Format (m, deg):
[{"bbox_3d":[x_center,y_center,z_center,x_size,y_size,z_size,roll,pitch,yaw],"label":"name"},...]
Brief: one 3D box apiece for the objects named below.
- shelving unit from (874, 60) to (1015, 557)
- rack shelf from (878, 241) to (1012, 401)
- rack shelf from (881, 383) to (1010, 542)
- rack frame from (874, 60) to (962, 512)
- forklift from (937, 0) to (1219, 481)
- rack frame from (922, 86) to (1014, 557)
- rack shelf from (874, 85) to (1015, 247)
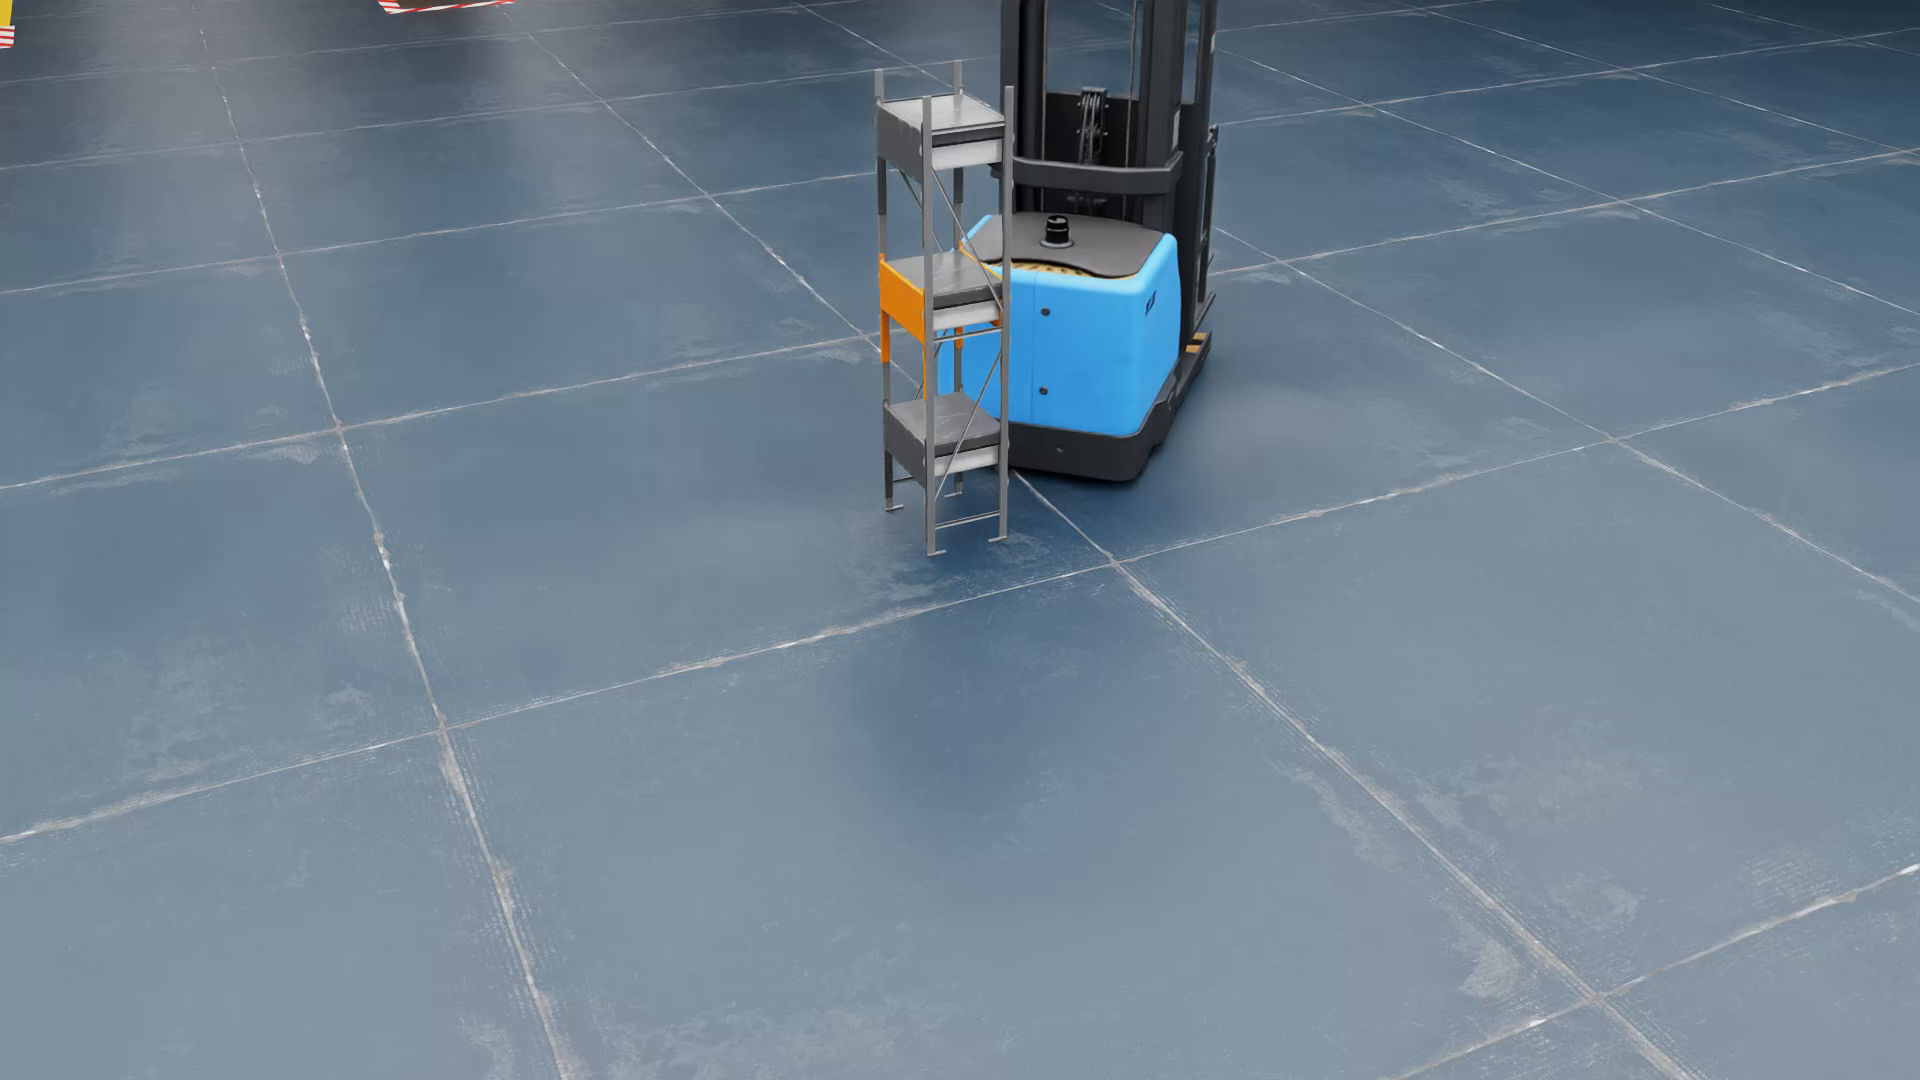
[{"bbox_3d":[-0.071,-0.989,7.367,0.431,2.100,0.503,-13,32,-22],"label":"shelving unit"},{"bbox_3d":[-0.071,-0.977,7.374,0.431,0.518,0.480,-13,32,-22],"label":"rack shelf"},{"bbox_3d":[-0.071,-0.367,7.716,0.431,0.518,0.480,-13,32,-22],"label":"rack shelf"},{"bbox_3d":[-0.176,-1.097,7.559,0.400,2.100,0.015,-13,32,-22],"label":"rack frame"},{"bbox_3d":[0.817,-2.272,8.806,1.130,2.935,3.031,9,31,16],"label":"forklift"},{"bbox_3d":[0.034,-0.881,7.175,0.400,2.100,0.015,-13,32,-22],"label":"rack frame"},{"bbox_3d":[-0.071,-1.588,7.031,0.431,0.518,0.480,-13,32,-22],"label":"rack shelf"}]
